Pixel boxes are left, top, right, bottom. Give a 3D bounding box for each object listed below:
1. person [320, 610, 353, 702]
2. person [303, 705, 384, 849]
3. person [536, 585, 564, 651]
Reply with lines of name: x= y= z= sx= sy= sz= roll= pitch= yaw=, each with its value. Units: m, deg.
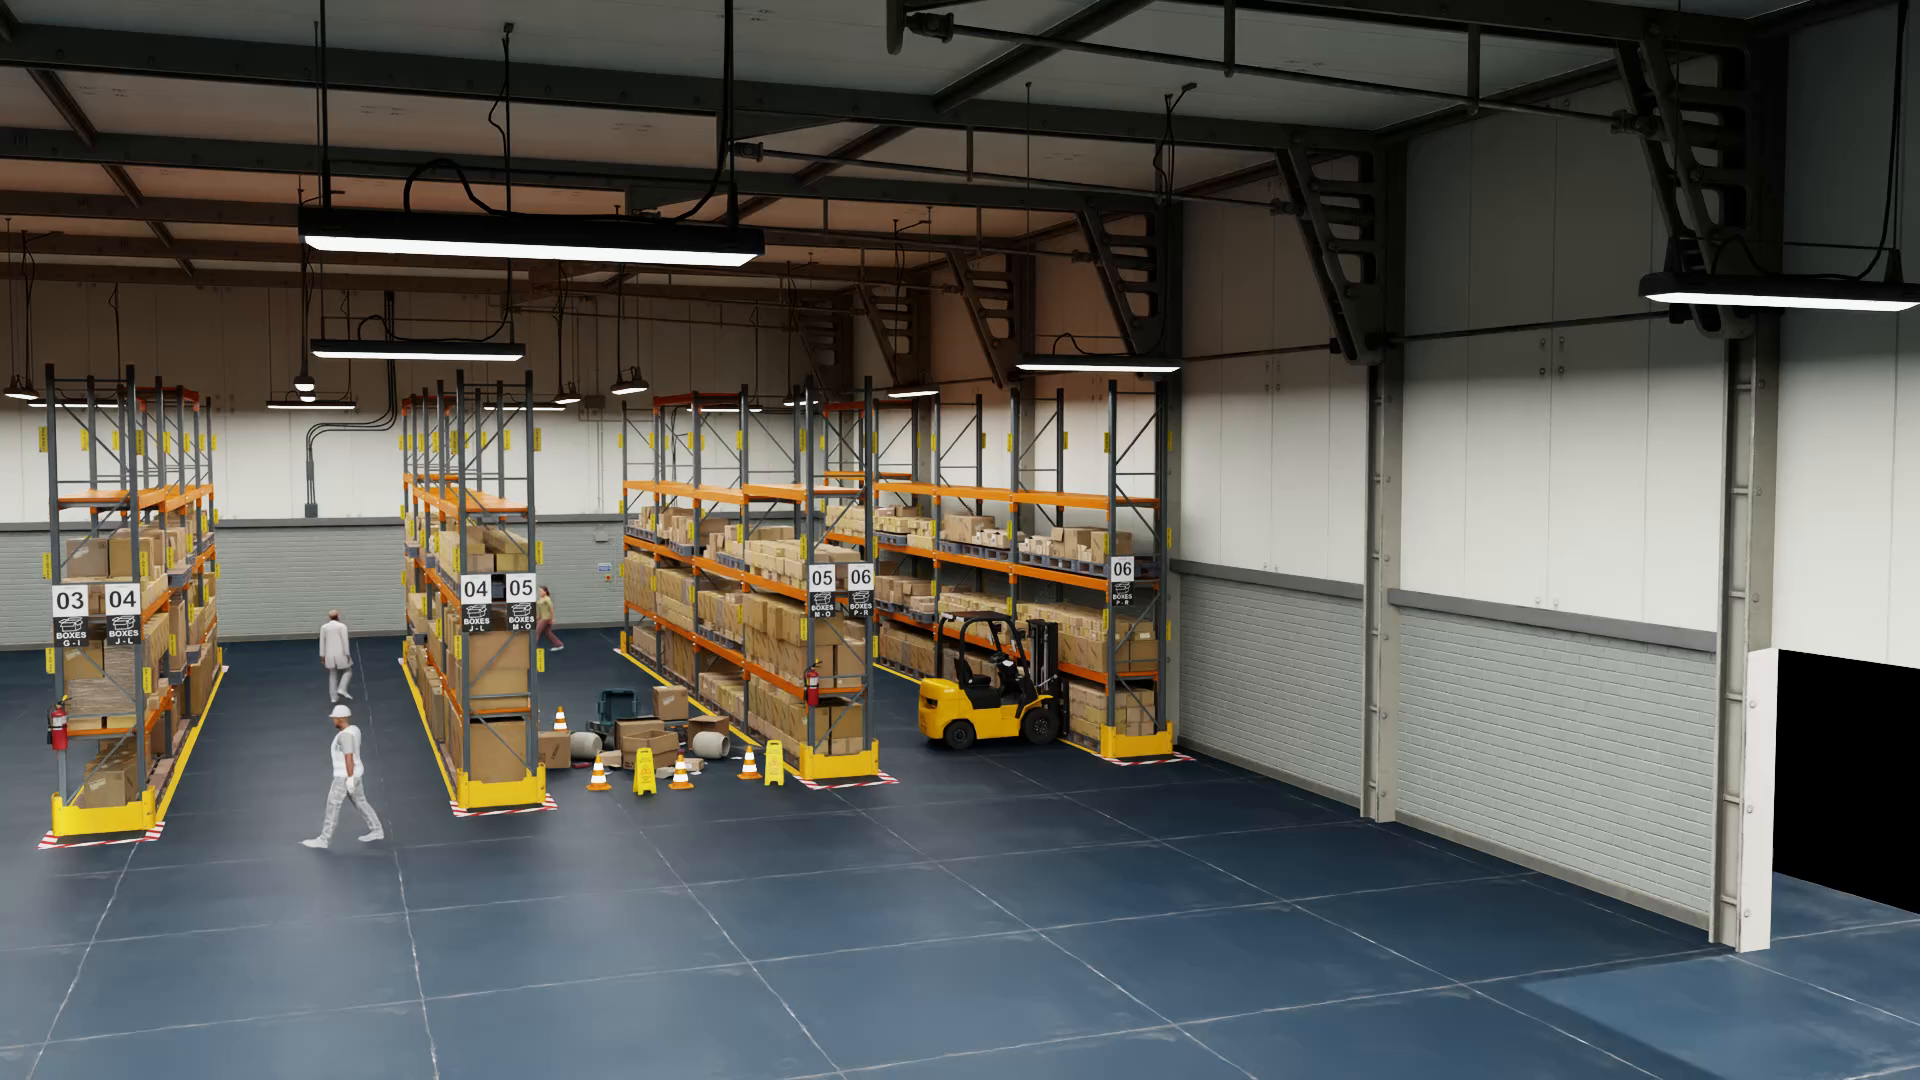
person: x=-12.046 y=2.235 z=32.064 sx=0.616 sy=1.774 sz=0.543 roll=0 pitch=3 yaw=-2
person: x=-7.663 y=2.922 z=20.661 sx=0.905 sy=1.752 sz=0.580 roll=0 pitch=3 yaw=-8
person: x=-9.964 y=1.880 z=39.629 sx=1.056 sy=1.597 sz=0.427 roll=-2 pitch=4 yaw=-27
